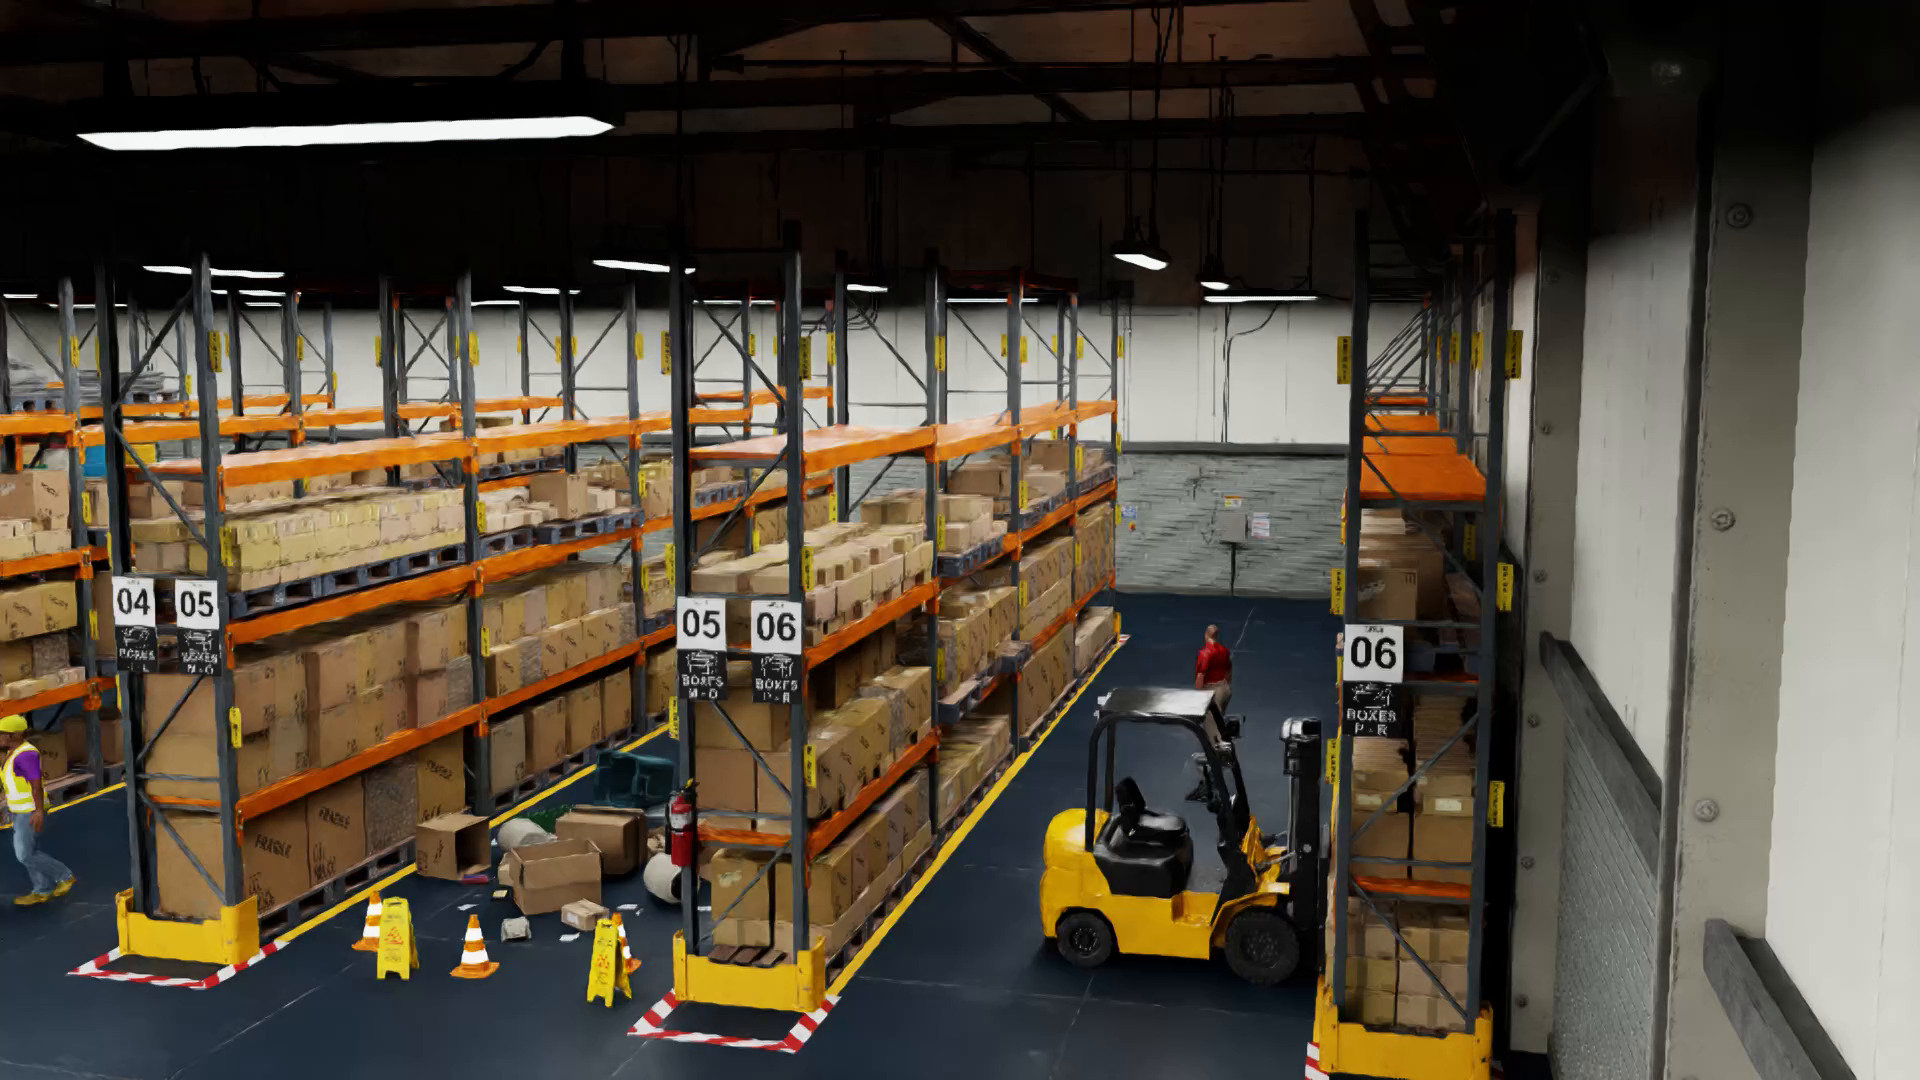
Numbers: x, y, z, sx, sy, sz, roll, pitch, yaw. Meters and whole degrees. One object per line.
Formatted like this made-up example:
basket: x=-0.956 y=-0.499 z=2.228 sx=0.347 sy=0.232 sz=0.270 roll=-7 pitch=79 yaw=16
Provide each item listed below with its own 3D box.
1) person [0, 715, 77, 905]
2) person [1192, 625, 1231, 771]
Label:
person: x=-8.456 y=2.455 z=15.188 sx=0.573 sy=1.759 sz=0.615 roll=-6 pitch=9 yaw=-39
person: x=3.005 y=1.864 z=20.000 sx=0.597 sy=1.721 sz=0.668 roll=6 pitch=9 yaw=39
